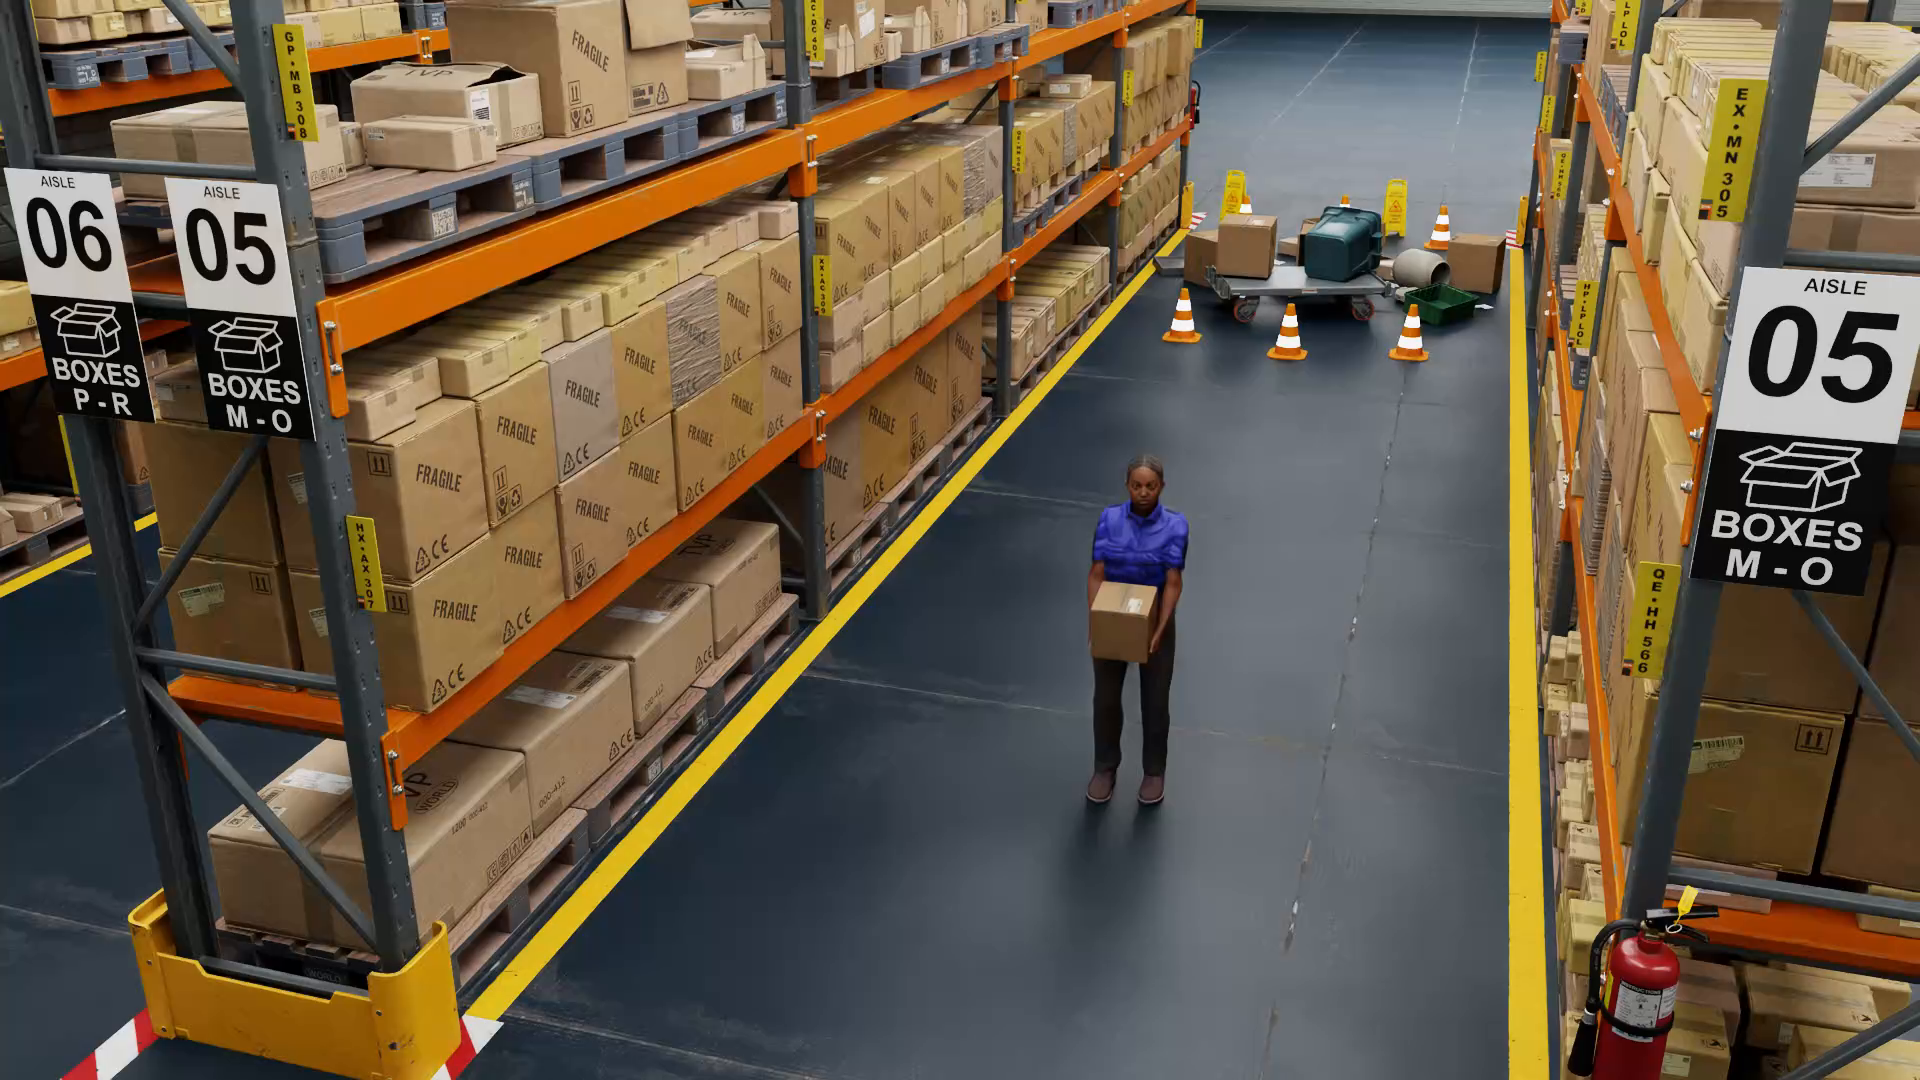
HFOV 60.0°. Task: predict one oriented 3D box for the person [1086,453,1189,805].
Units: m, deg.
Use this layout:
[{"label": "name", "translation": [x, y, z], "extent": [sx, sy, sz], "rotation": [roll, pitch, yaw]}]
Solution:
[{"label": "person", "translation": [0.780, 0.434, 7.539], "extent": [0.435, 1.657, 0.504], "rotation": [6, 23, 15]}]
